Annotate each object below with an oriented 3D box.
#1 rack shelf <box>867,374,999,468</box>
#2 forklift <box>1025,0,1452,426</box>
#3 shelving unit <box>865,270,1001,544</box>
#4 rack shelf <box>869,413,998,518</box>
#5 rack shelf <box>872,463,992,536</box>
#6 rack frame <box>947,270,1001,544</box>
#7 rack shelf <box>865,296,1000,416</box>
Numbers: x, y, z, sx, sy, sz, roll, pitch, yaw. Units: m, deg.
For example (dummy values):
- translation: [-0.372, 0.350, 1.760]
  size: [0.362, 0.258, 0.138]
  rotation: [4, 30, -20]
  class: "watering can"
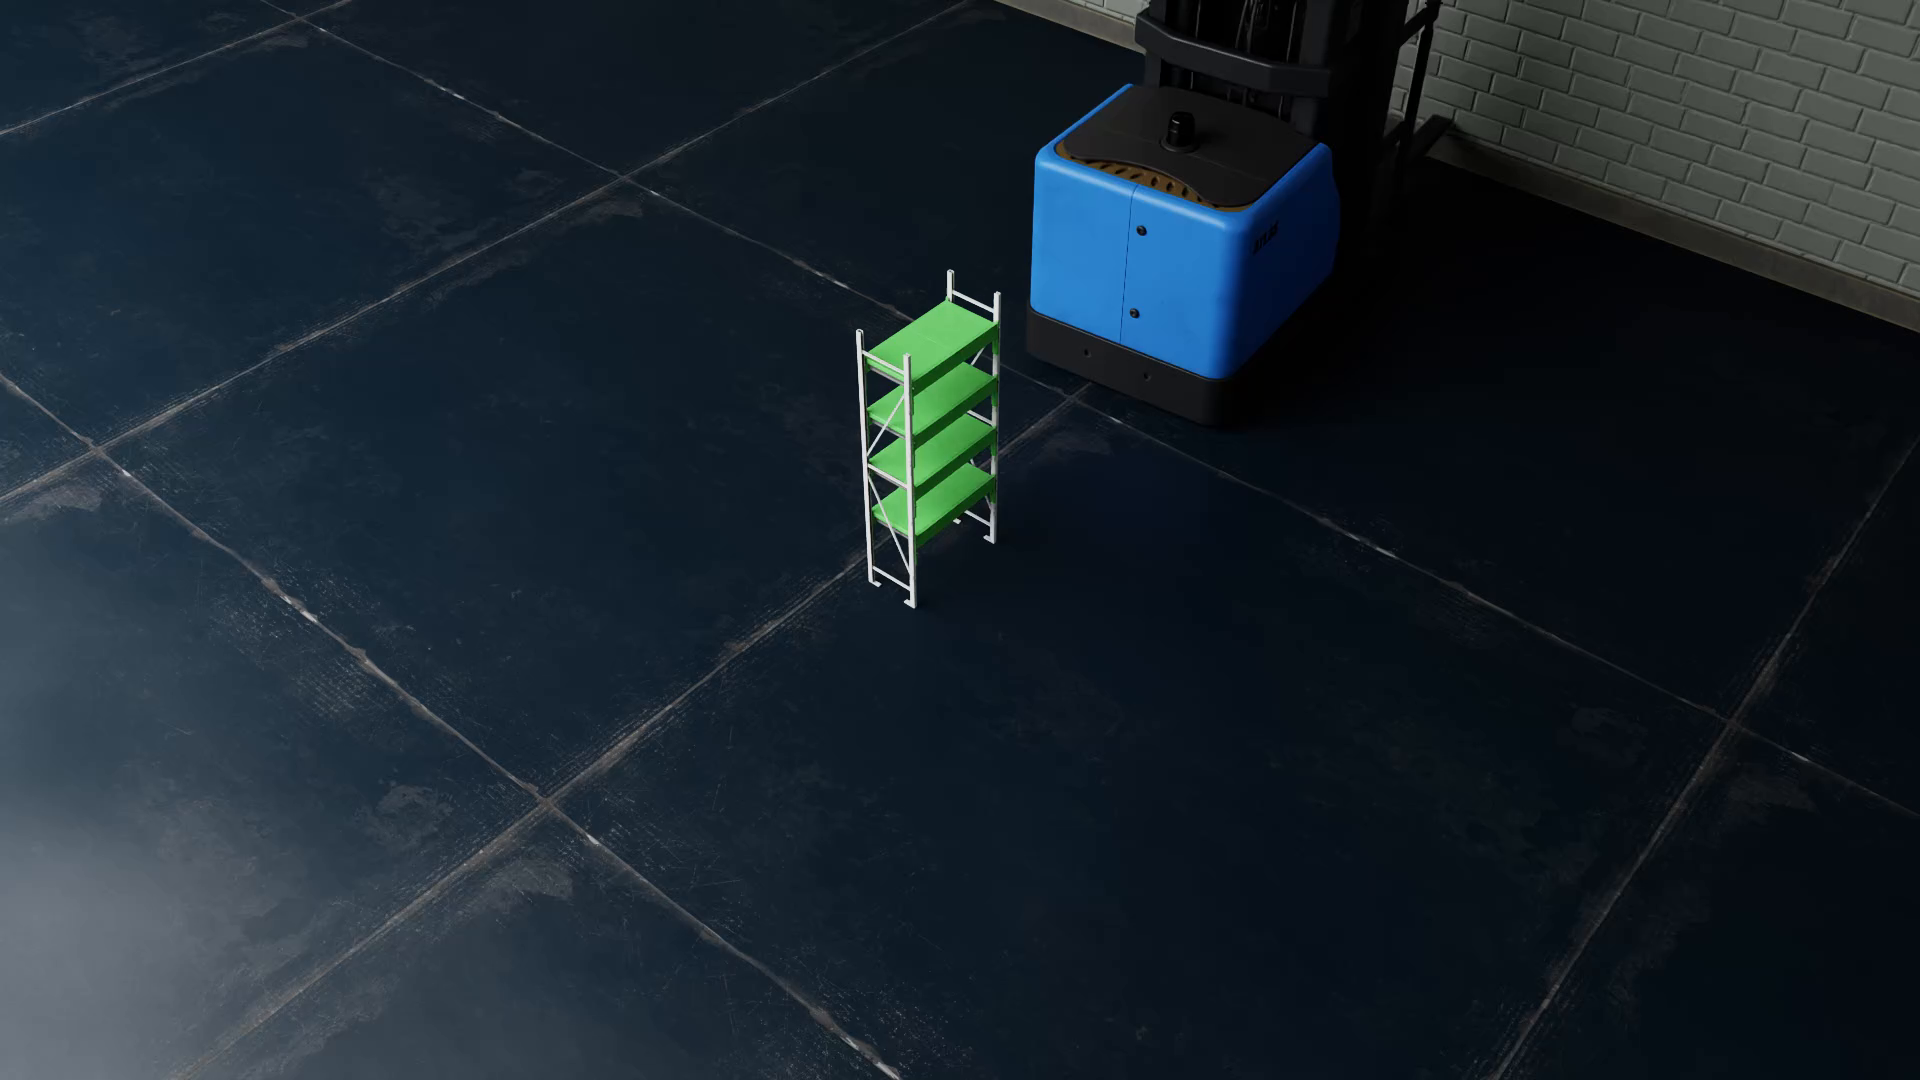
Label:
- translation: [-0.107, -0.489, 6.134]
  size: [0.258, 0.148, 0.480]
  rotation: [29, 50, 28]
  class: "rack shelf"
- translation: [1.552, -2.534, 7.358]
  size: [1.130, 2.935, 3.031]
  rotation: [25, 48, 25]
  class: "forklift"
- translation: [-0.103, -0.362, 6.256]
  size: [0.258, 1.200, 0.492]
  rotation: [29, 50, 28]
  class: "shelving unit"
- translation: [-0.107, -0.311, 6.296]
  size: [0.258, 0.148, 0.480]
  rotation: [29, 50, 28]
  class: "rack shelf"
- translation: [-0.107, -0.173, 6.421]
  size: [0.221, 0.021, 0.457]
  rotation: [29, 50, 28]
  class: "rack shelf"
- translation: [0.050, -0.484, 6.391]
  size: [0.240, 1.200, 0.015]
  rotation: [29, 50, 28]
  class: "rack frame"
- translation: [-0.107, -0.667, 5.973]
  size: [0.258, 0.148, 0.480]
  rotation: [29, 50, 28]
  class: "rack shelf"
